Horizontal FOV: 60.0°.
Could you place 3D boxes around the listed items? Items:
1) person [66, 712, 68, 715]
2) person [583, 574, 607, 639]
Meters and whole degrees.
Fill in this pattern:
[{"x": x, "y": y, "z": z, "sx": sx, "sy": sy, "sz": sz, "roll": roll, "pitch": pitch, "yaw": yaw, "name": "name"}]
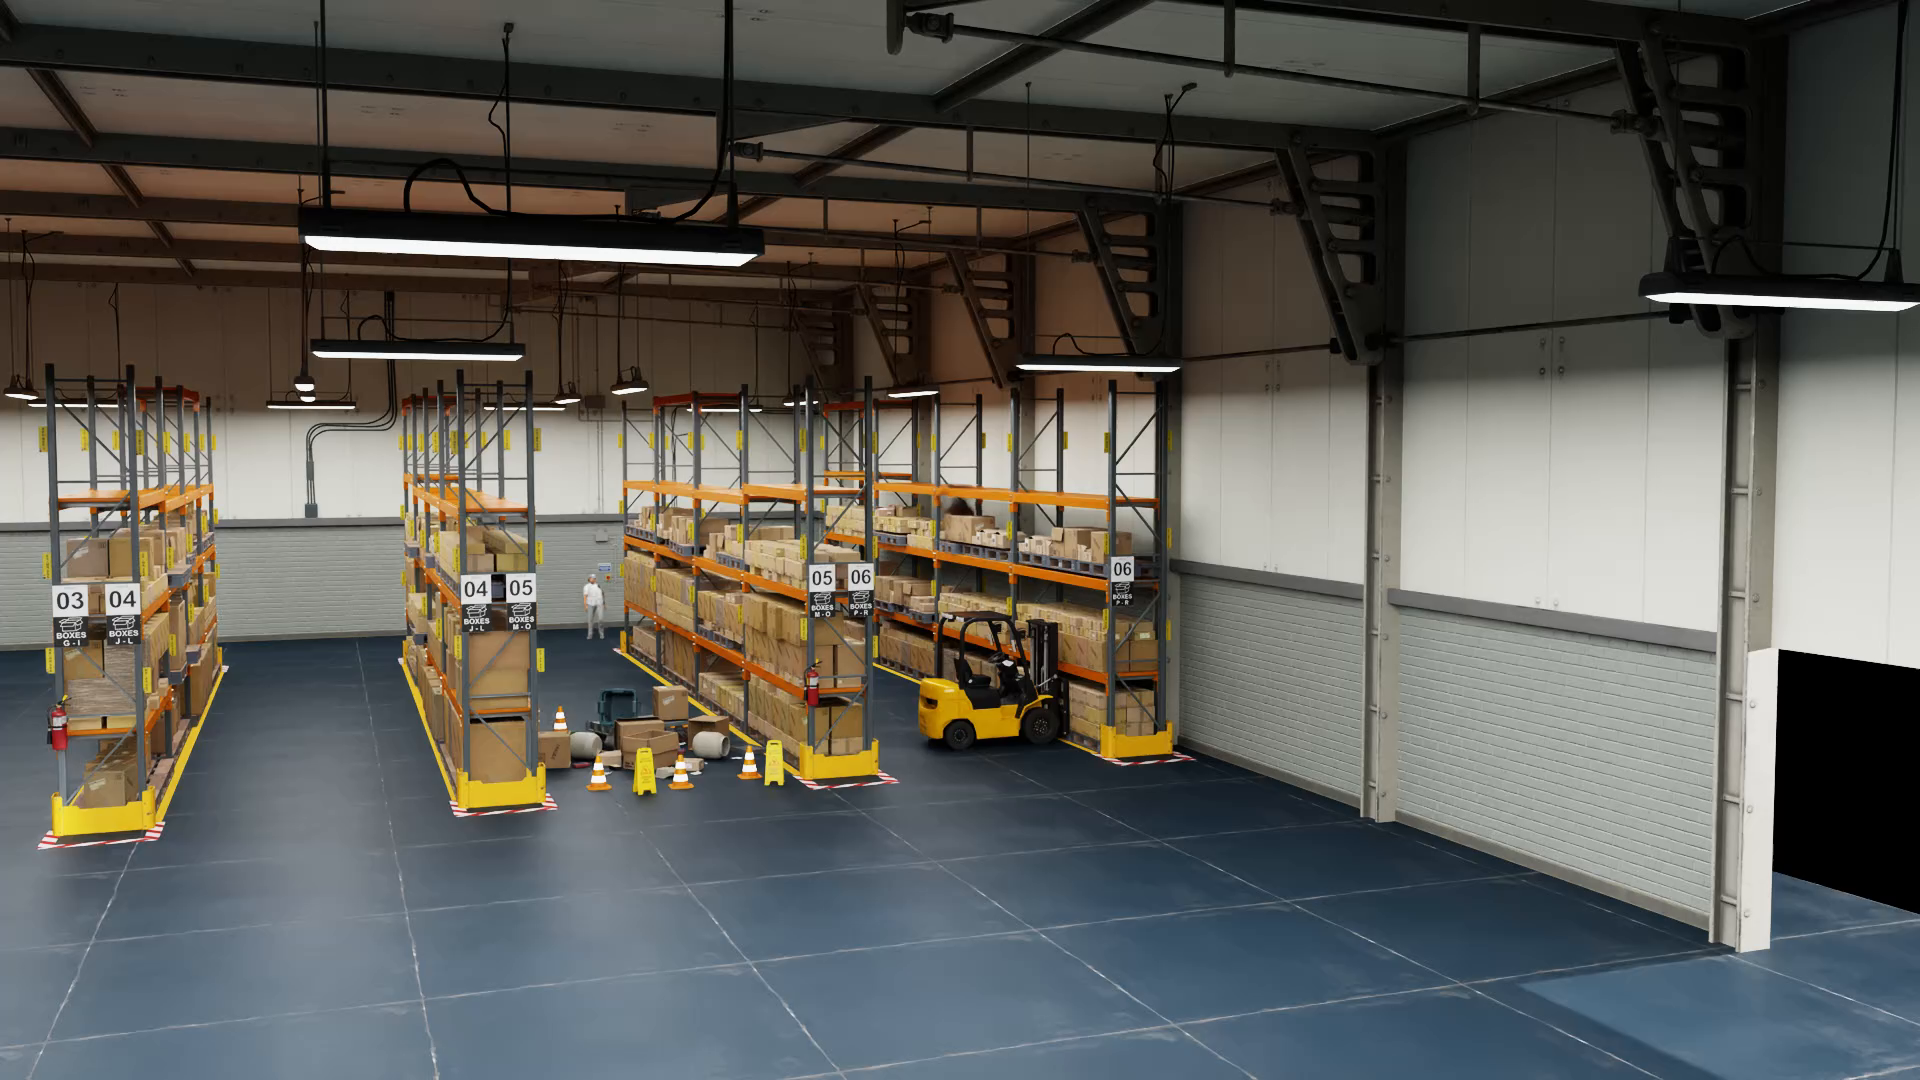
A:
[{"x": -16.129, "y": 2.391, "z": 30.305, "sx": 0.605, "sy": 1.673, "sz": 0.516, "roll": 2, "pitch": 4, "yaw": 28, "name": "person"}, {"x": -9.333, "y": 1.726, "z": 42.509, "sx": 0.585, "sy": 1.719, "sz": 0.504, "roll": -1, "pitch": 3, "yaw": -12, "name": "person"}]
